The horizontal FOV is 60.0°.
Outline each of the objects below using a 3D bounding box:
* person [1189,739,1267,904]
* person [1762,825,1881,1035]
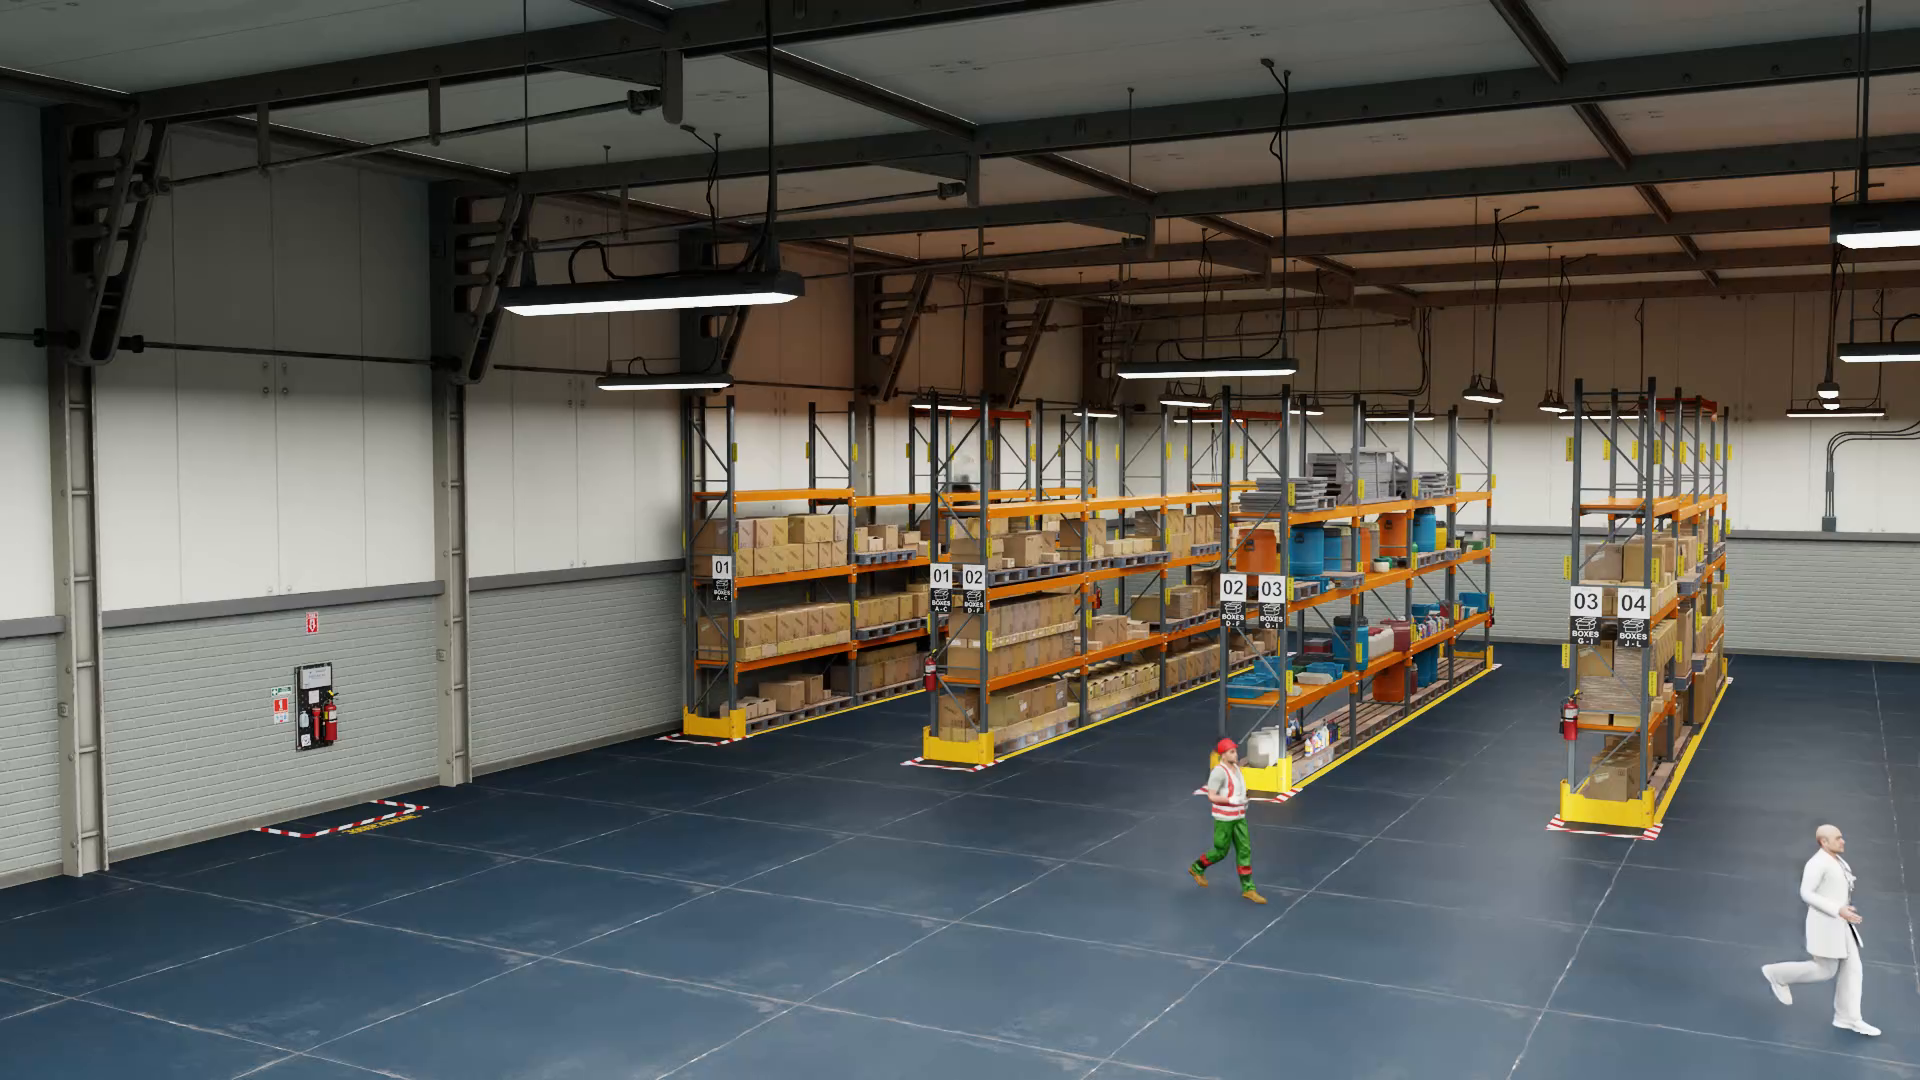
[{"bbox_3d":[2.990,3.107,18.564,0.656,1.786,0.987,-3,4,-45],"label":"person"},{"bbox_3d":[7.551,3.363,14.534,0.711,1.765,0.955,-3,4,-41],"label":"person"}]
